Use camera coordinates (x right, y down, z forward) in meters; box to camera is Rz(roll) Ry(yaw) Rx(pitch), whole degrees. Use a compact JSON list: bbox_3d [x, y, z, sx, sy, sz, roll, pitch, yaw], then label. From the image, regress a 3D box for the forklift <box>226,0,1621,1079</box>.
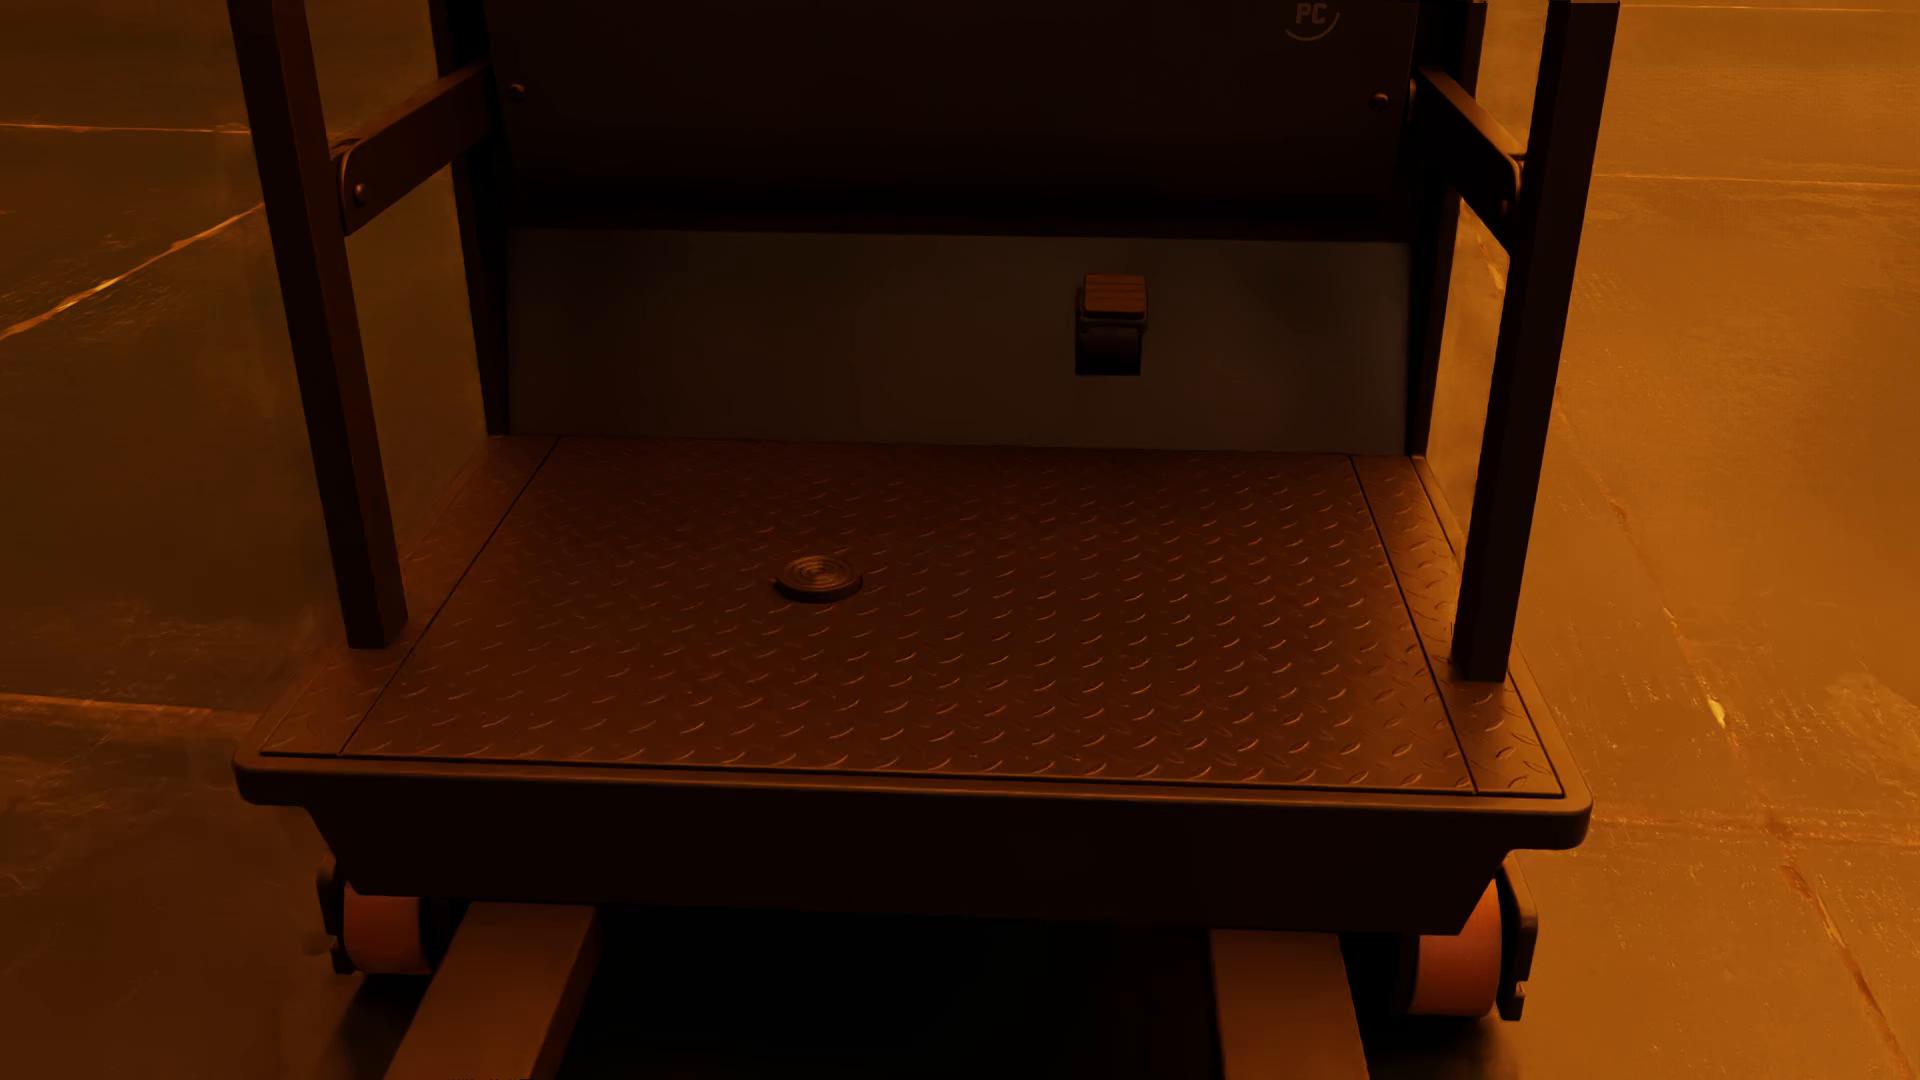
[{"bbox_3d":[-0.023,-1.008,1.237,1.130,2.935,3.031,1,27,3],"label":"forklift"}]
